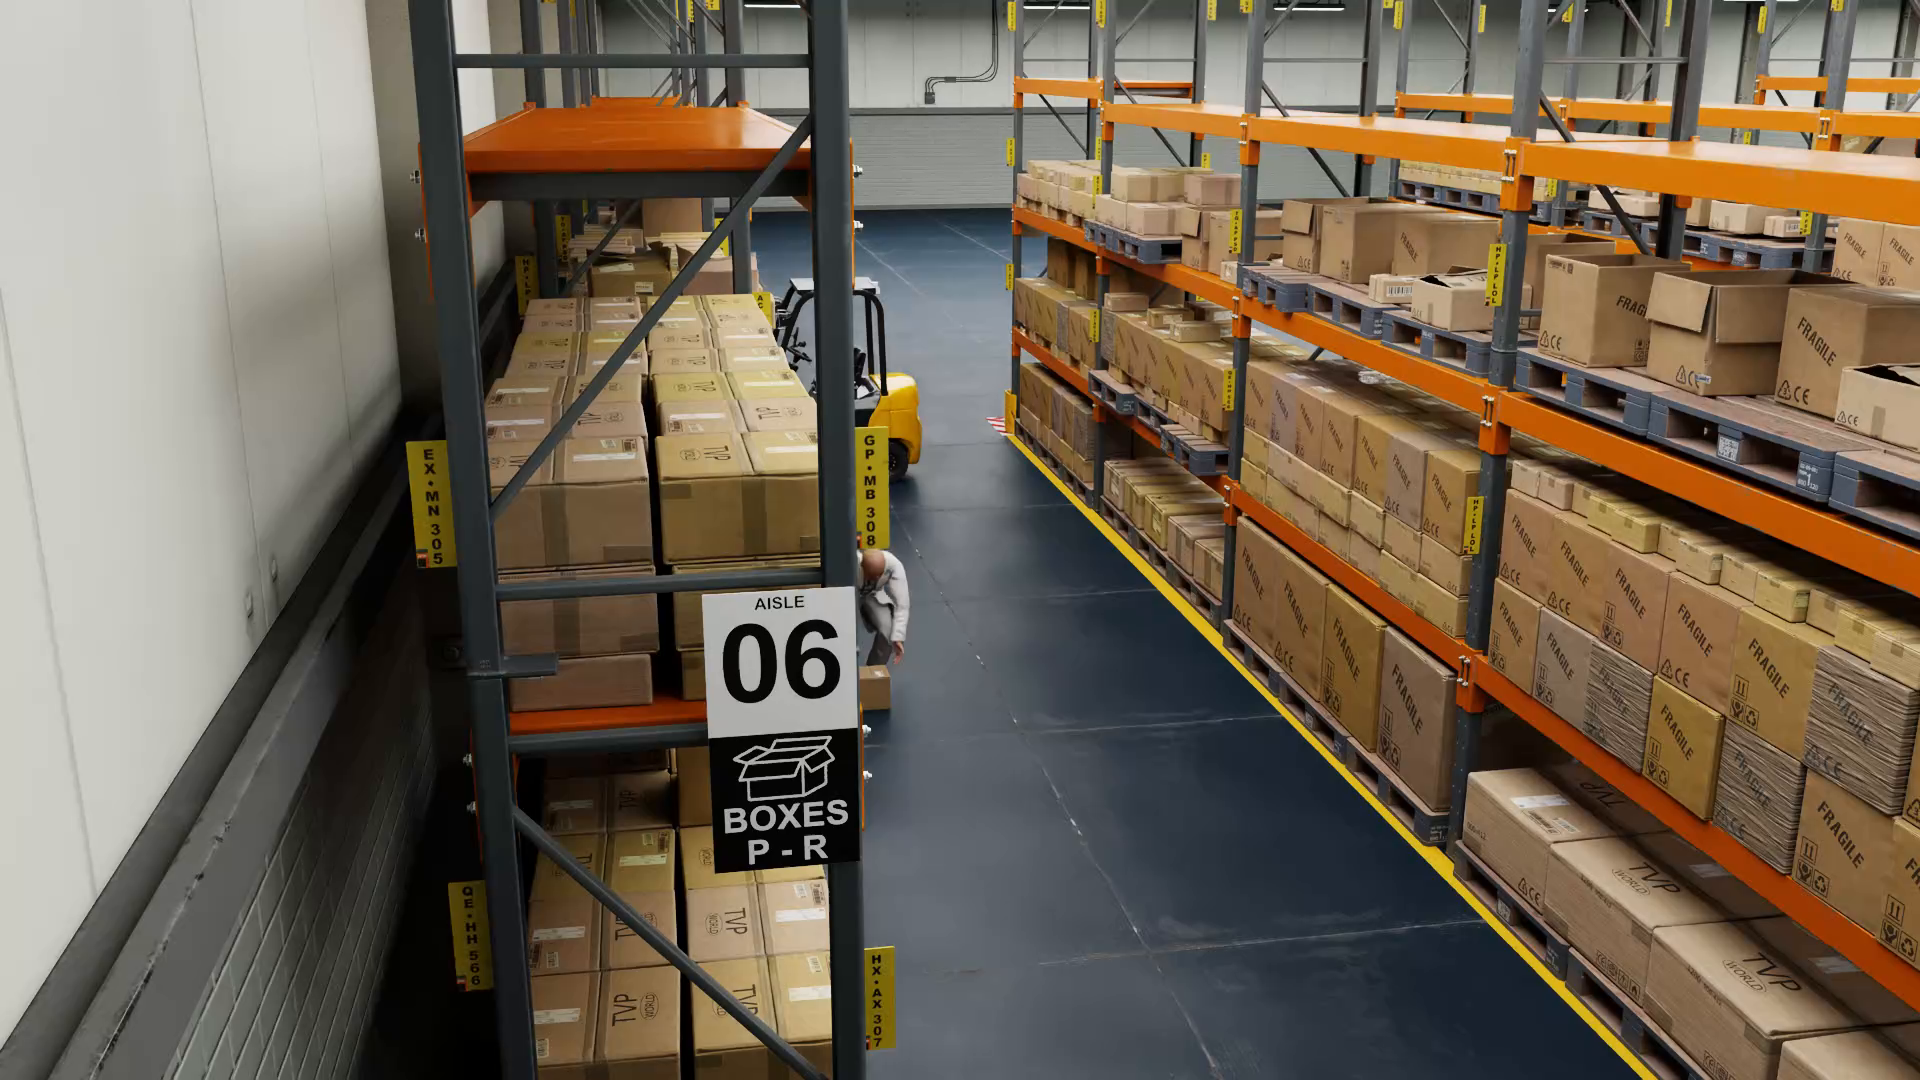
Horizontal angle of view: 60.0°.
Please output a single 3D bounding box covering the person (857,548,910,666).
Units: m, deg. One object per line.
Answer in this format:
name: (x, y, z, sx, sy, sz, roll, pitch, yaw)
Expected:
person: (-0.705, 0.532, 12.367, 0.623, 1.142, 0.842, -3, 16, -9)
